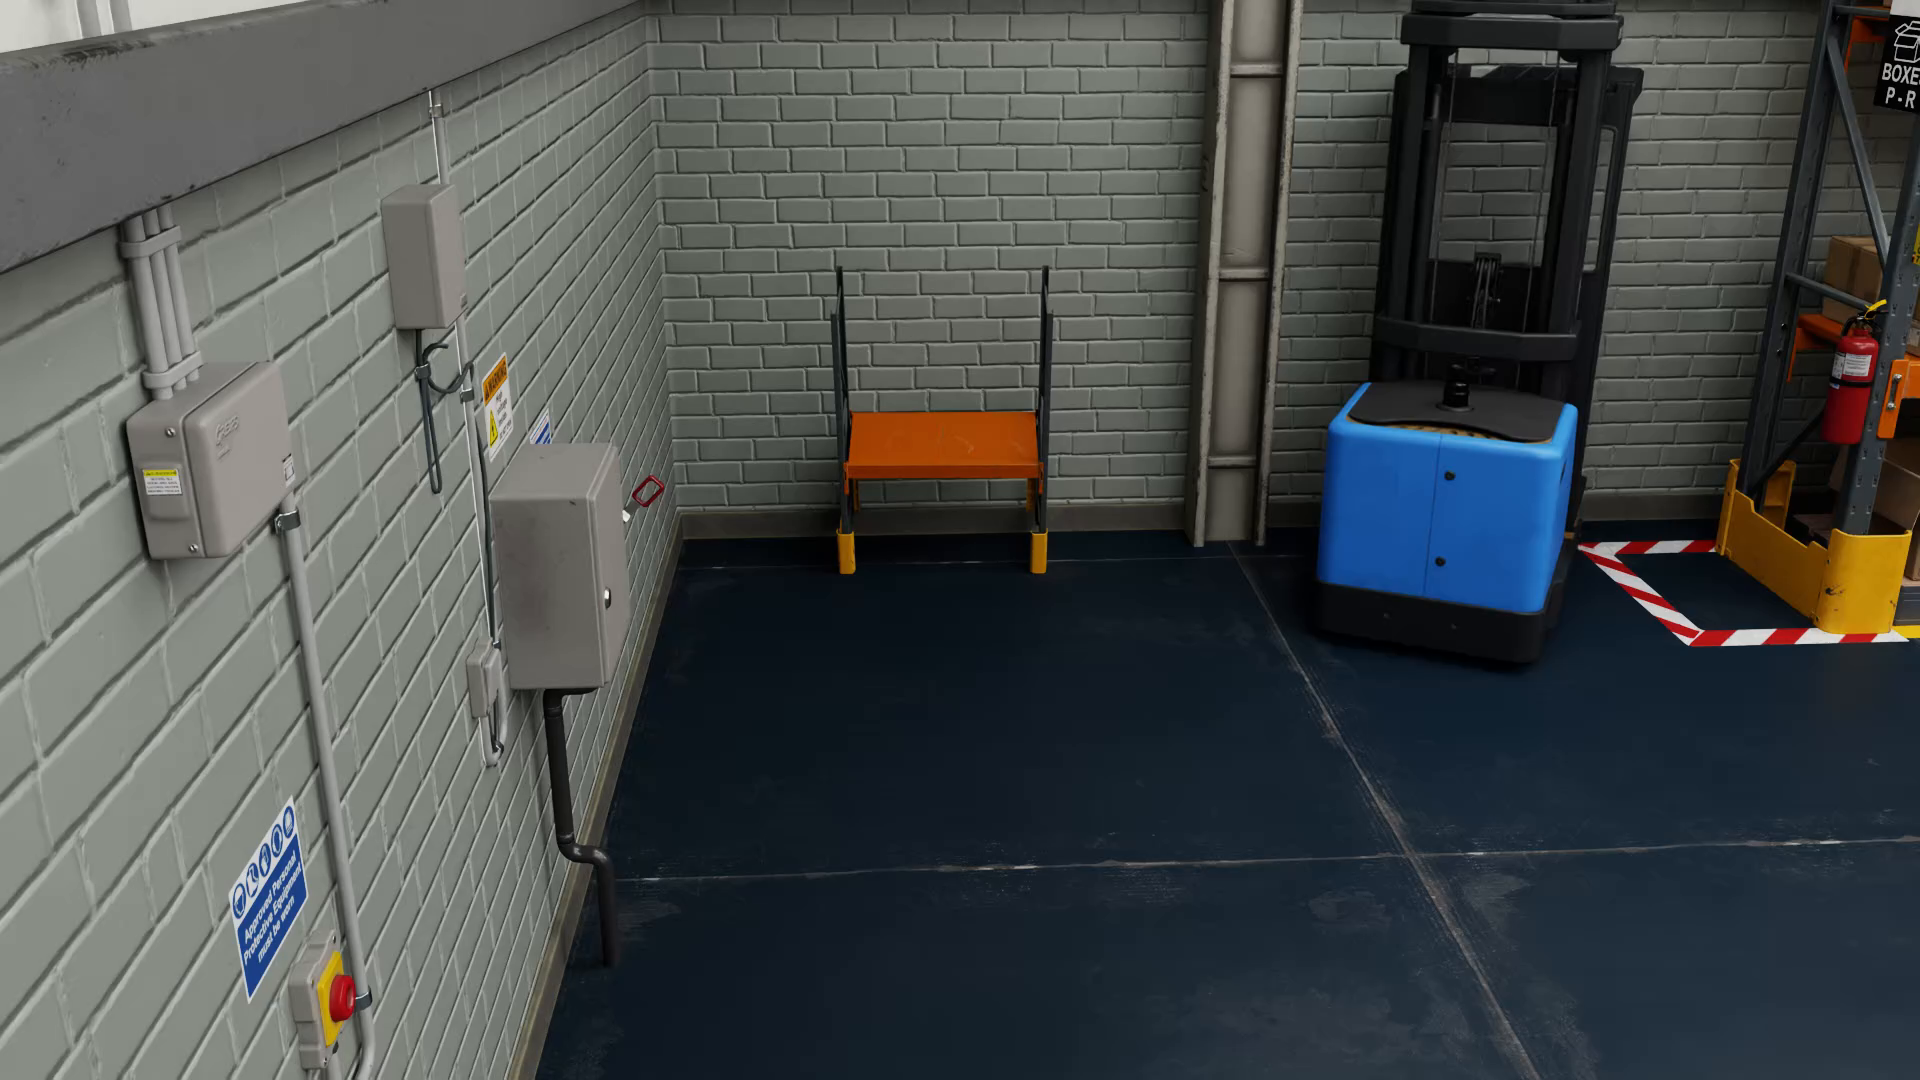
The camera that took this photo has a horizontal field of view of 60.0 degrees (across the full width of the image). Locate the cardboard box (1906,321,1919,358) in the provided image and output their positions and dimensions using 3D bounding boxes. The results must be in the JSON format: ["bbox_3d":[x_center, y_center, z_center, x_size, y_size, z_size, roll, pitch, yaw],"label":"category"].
[{"bbox_3d":[4.543,-0.950,7.754,0.250,0.149,0.380,-1,21,-3],"label":"cardboard box"}]

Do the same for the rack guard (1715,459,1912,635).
[{"bbox_3d":[4.275,0.008,8.397,0.348,0.500,1.175,-1,21,-3],"label":"rack guard"}]

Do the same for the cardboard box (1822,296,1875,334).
[{"bbox_3d":[4.514,-1.143,8.261,0.250,0.149,0.380,-1,21,-4],"label":"cardboard box"}]

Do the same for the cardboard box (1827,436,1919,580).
[{"bbox_3d":[4.815,-0.167,8.262,0.637,0.503,0.797,-2,21,-5],"label":"cardboard box"}]

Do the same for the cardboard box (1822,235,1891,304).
[{"bbox_3d":[4.643,-1.331,8.194,0.500,0.250,0.500,-1,21,-1],"label":"cardboard box"}]

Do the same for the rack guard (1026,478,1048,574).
[{"bbox_3d":[0.406,-0.099,8.819,0.087,0.250,0.587,0,36,0],"label":"rack guard"}]

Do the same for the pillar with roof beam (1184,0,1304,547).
[{"bbox_3d":[1.701,-2.698,3.561,0.400,9.000,9.100,-1,21,-3],"label":"pillar with roof beam"}]

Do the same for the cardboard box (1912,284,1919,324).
[{"bbox_3d":[4.667,-1.141,7.695,0.500,0.250,0.500,-1,21,-3],"label":"cardboard box"}]

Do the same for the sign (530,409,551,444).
[{"bbox_3d":[-1.352,-0.149,5.429,0.001,0.494,0.329,-1,21,-3],"label":"sign"}]

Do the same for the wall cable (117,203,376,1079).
[{"bbox_3d":[-1.142,0.238,2.808,0.123,1.953,0.585,-1,21,-3],"label":"wall cable"}]

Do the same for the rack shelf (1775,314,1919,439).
[{"bbox_3d":[6.196,-0.863,8.183,4.000,0.370,1.077,-1,21,-3],"label":"rack shelf"}]

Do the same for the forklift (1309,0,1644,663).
[{"bbox_3d":[2.716,-1.306,8.431,1.130,2.935,3.031,9,23,22],"label":"forklift"}]

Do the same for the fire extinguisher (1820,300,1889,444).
[{"bbox_3d":[4.078,-0.781,7.589,0.183,0.674,0.296,-1,21,-3],"label":"fire extinguisher"}]

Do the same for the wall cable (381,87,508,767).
[{"bbox_3d":[-1.235,-0.251,4.136,0.122,1.984,0.588,-1,21,-3],"label":"wall cable"}]

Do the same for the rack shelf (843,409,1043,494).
[{"bbox_3d":[-0.084,-0.458,8.557,1.000,0.185,0.538,0,36,0],"label":"rack shelf"}]

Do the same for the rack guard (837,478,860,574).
[{"bbox_3d":[-0.590,-0.097,8.818,0.087,0.250,0.587,0,36,0],"label":"rack guard"}]

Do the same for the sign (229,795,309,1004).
[{"bbox_3d":[-1.201,0.620,2.898,0.001,0.218,0.327,-1,21,-3],"label":"sign"}]

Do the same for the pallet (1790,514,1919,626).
[{"bbox_3d":[5.071,0.127,8.492,1.213,0.211,1.003,-1,21,-3],"label":"pallet"}]

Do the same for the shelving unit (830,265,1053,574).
[{"bbox_3d":[-0.093,-0.603,8.451,1.083,1.500,0.587,0,36,0],"label":"shelving unit"}]

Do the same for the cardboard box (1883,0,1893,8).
[{"bbox_3d":[4.505,-2.532,7.692,0.250,0.149,0.380,-1,21,-2],"label":"cardboard box"}]

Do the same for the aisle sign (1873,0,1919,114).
[{"bbox_3d":[4.147,-2.268,7.208,0.004,0.787,0.394,-1,21,-3],"label":"aisle sign"}]

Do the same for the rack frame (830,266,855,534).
[{"bbox_3d":[-0.593,-0.602,8.450,0.032,1.500,0.500,0,36,0],"label":"rack frame"}]

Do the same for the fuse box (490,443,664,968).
[{"bbox_3d":[-1.117,0.580,5.192,0.414,1.711,0.539,-1,21,-3],"label":"fuse box"}]

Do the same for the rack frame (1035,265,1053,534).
[{"bbox_3d":[0.424,-0.604,8.451,0.032,1.500,0.500,0,36,0],"label":"rack frame"}]

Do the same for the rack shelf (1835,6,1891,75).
[{"bbox_3d":[6.196,-2.265,7.649,4.000,0.370,1.077,-1,21,-3],"label":"rack shelf"}]

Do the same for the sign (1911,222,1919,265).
[{"bbox_3d":[4.230,-1.370,7.288,0.005,0.325,0.100,-1,21,-3],"label":"sign"}]

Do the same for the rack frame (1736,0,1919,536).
[{"bbox_3d":[4.199,-1.159,7.948,0.127,3.000,1.000,-1,21,-3],"label":"rack frame"}]

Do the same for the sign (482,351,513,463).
[{"bbox_3d":[-1.320,-0.384,4.753,0.001,0.242,0.339,-1,21,-3],"label":"sign"}]

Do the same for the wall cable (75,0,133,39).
[{"bbox_3d":[-1.177,-1.983,1.683,0.029,3.000,0.463,-1,21,-3],"label":"wall cable"}]
